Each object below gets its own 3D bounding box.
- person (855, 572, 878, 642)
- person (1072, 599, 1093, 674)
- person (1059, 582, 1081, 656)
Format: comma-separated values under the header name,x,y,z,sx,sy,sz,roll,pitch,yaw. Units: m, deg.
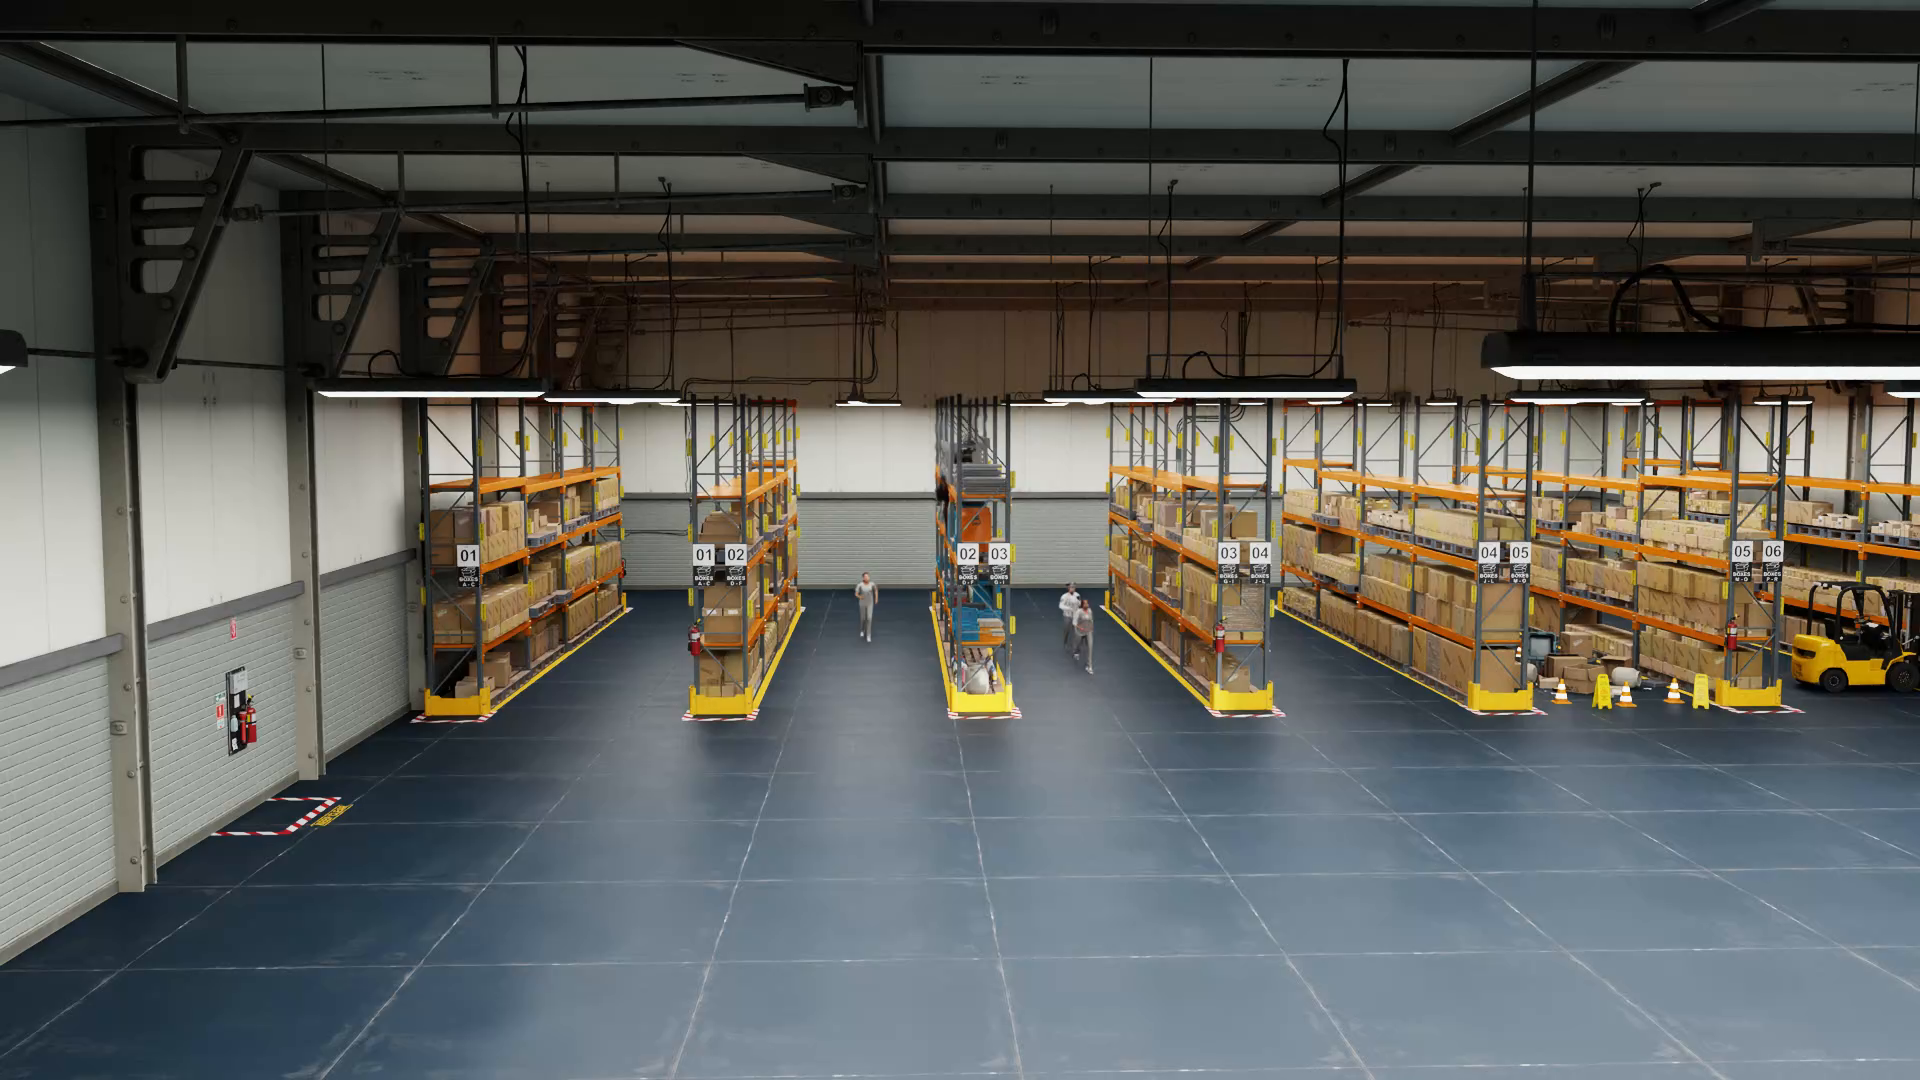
name,x,y,z,sx,sy,sz,roll,pitch,yaw
person,-2.323,1.640,41.272,0.583,1.692,0.856,-1,5,-8
person,2.698,2.077,36.438,0.513,1.590,1.023,-1,5,-11
person,2.578,1.815,38.862,0.562,1.719,0.857,-1,5,-8
